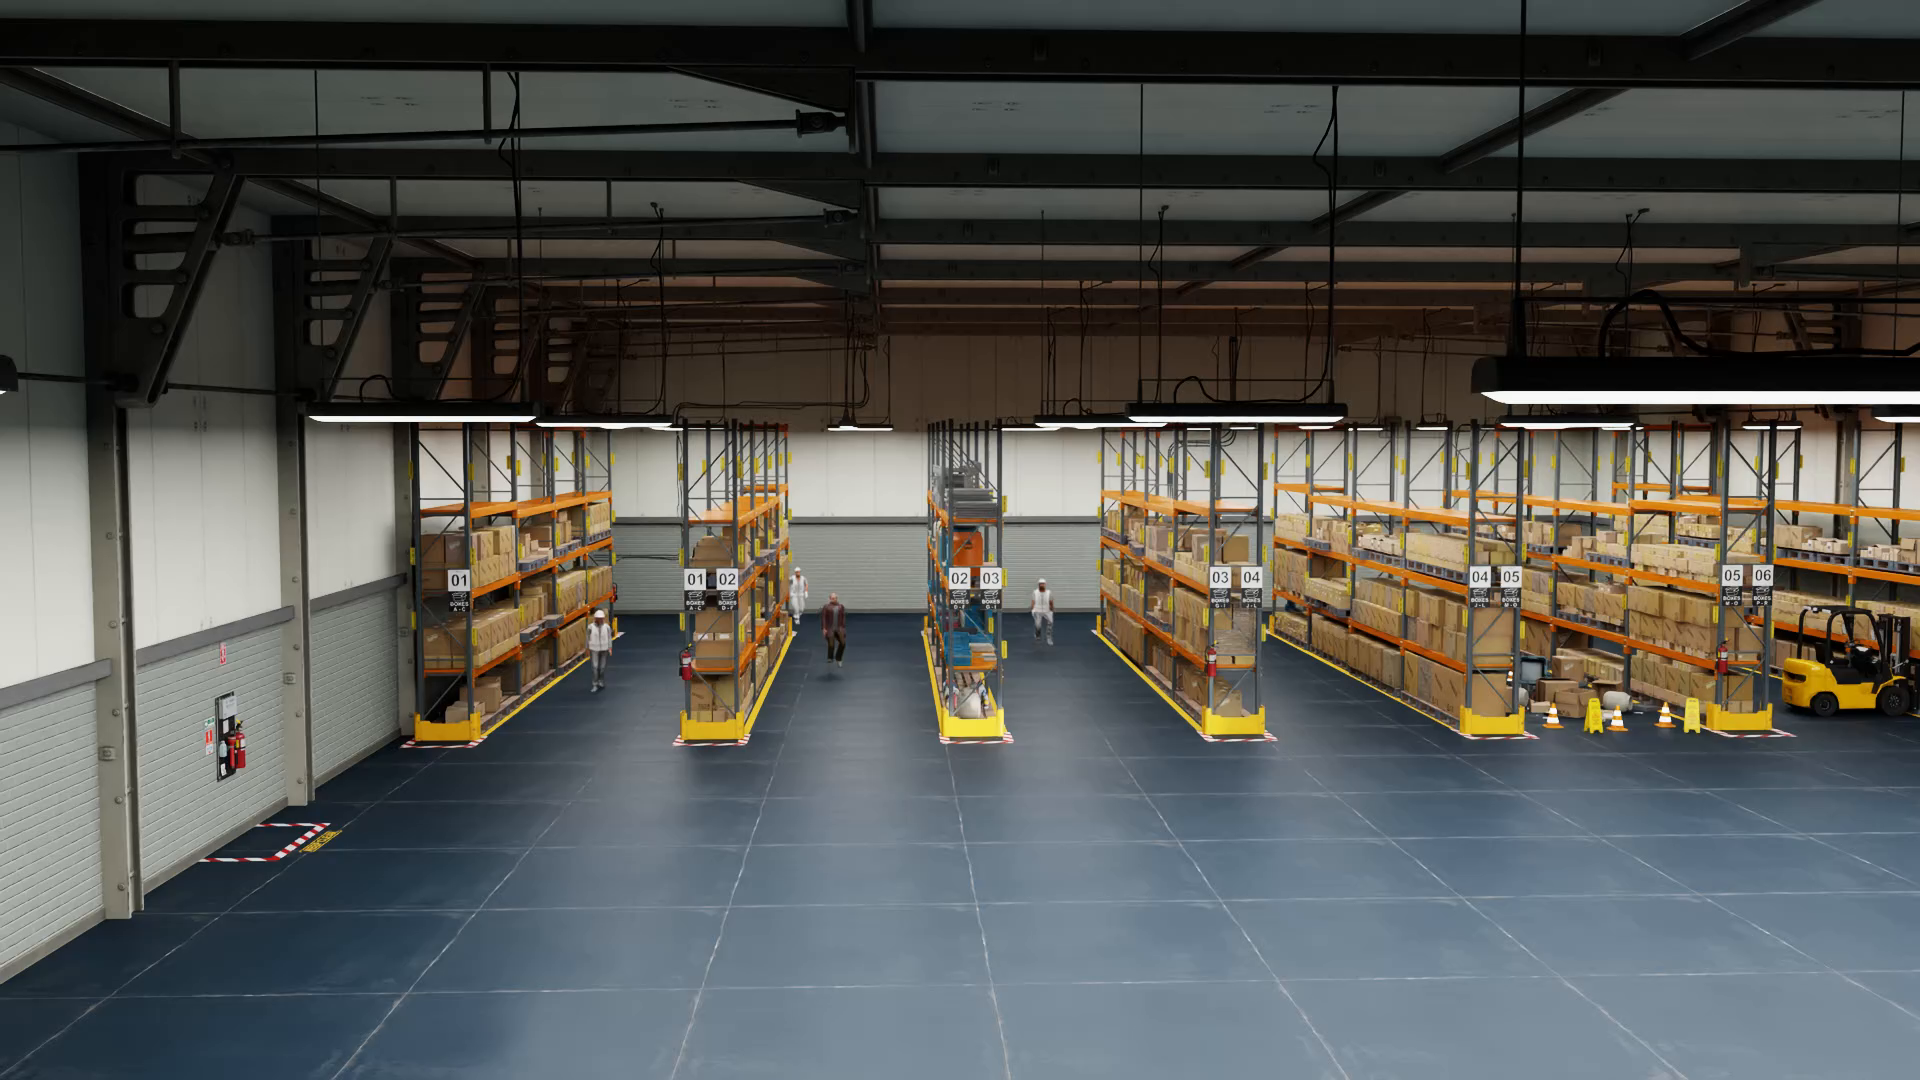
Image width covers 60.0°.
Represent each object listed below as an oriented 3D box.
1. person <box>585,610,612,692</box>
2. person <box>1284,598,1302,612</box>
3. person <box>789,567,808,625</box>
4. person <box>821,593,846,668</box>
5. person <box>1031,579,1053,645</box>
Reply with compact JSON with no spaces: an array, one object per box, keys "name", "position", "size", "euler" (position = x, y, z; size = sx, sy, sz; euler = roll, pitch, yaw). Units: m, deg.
[{"name":"person","position":[-8.062,2.463,37.170],"size":[0.574,1.773,0.798],"euler":[-2,4,-28]},{"name":"person","position":[10.021,1.722,50.130],"size":[0.886,1.556,0.415],"euler":[-1,4,-9]},{"name":"person","position":[-4.879,1.676,49.763],"size":[0.684,1.740,0.630],"euler":[-1,4,-19]},{"name":"person","position":[-2.992,2.137,39.410],"size":[0.644,1.777,0.531],"euler":[-1,4,-20]},{"name":"person","position":[2.159,1.859,43.413],"size":[0.620,1.680,0.895],"euler":[-1,4,-8]}]
